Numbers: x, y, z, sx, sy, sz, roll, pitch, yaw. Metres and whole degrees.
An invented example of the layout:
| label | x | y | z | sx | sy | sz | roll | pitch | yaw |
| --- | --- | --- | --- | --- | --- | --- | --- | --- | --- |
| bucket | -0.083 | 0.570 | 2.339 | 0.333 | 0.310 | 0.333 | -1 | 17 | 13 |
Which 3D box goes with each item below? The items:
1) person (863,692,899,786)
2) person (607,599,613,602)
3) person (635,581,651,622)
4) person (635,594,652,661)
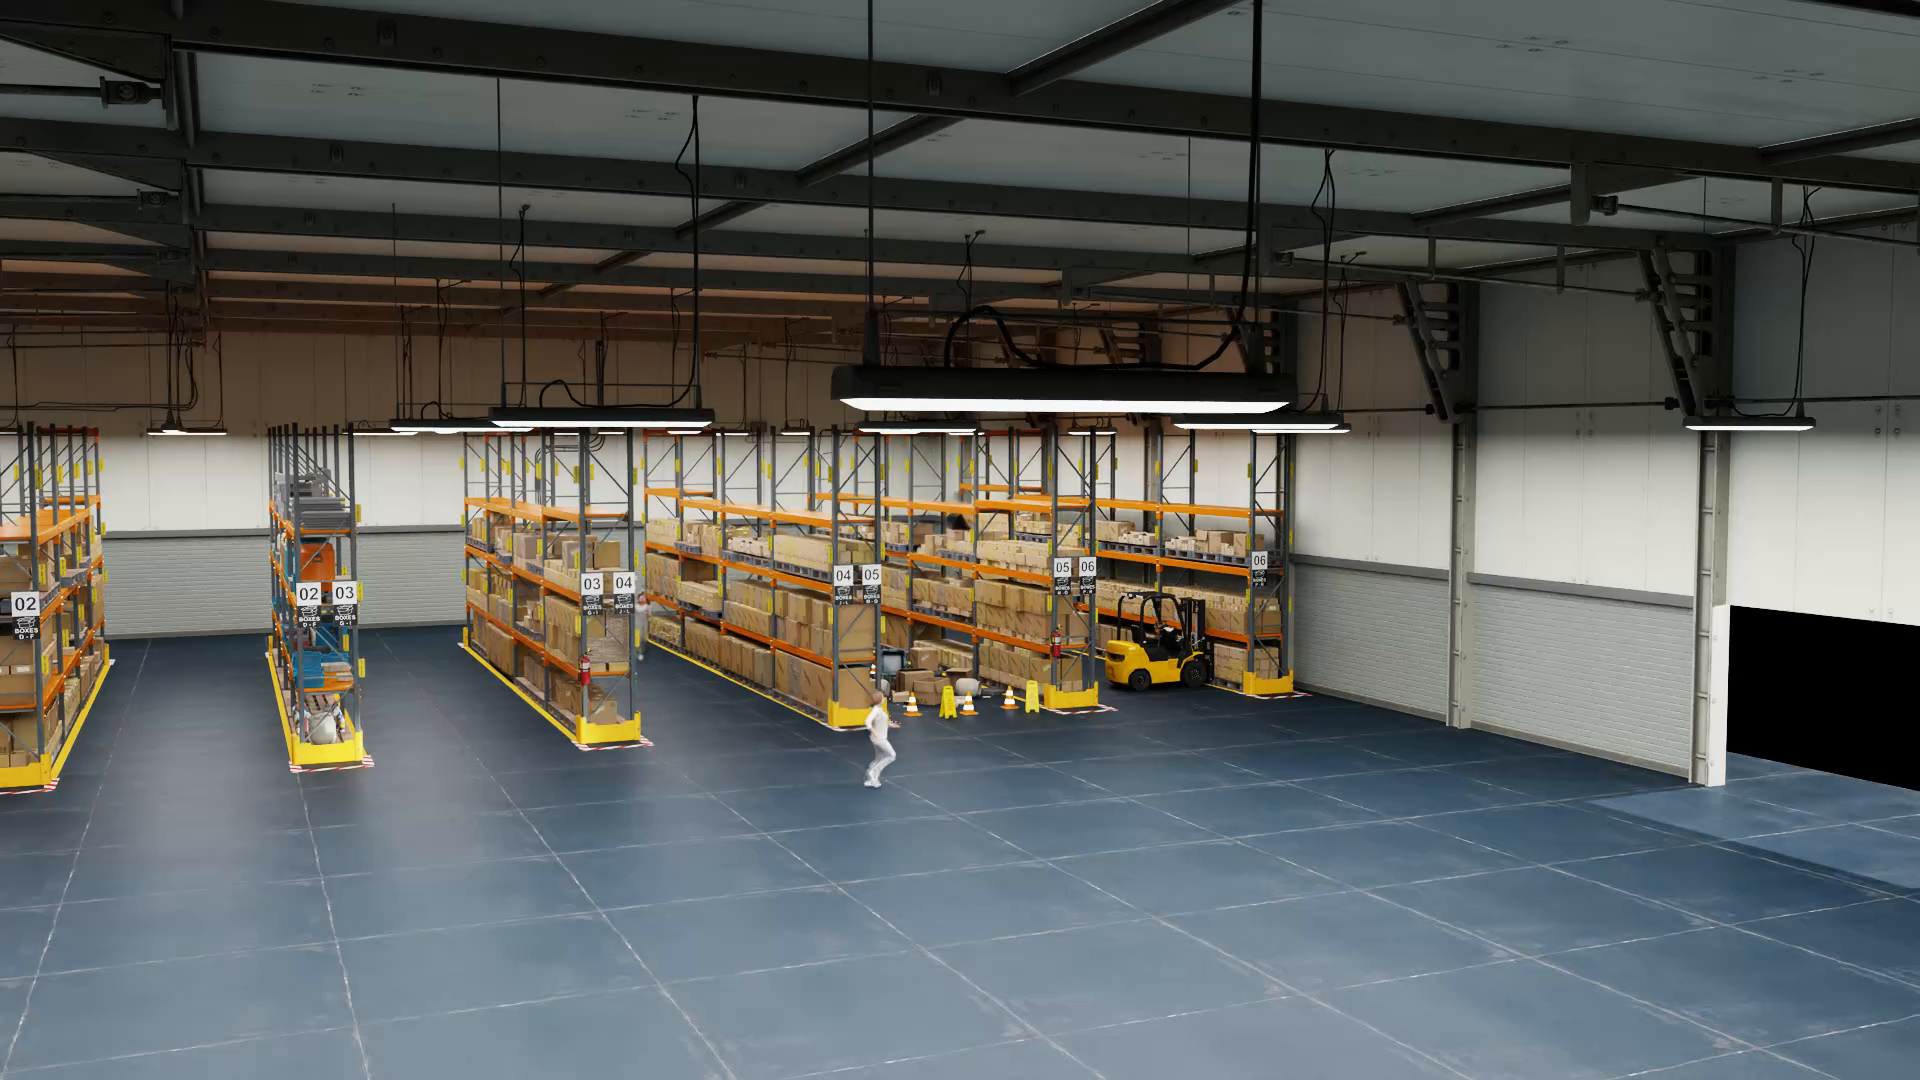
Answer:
| label | x | y | z | sx | sy | sz | roll | pitch | yaw |
| --- | --- | --- | --- | --- | --- | --- | --- | --- | --- |
| person | -1.291 | 3.263 | 27.225 | 0.596 | 1.562 | 0.515 | 0 | 3 | -3 |
| person | -10.180 | 1.935 | 47.904 | 0.719 | 1.785 | 0.692 | 3 | 4 | 37 |
| person | -9.372 | 1.957 | 49.090 | 0.562 | 1.555 | 0.712 | -1 | 4 | -9 |
| person | -8.265 | 2.251 | 43.171 | 0.547 | 1.719 | 0.706 | -2 | 4 | -24 |
